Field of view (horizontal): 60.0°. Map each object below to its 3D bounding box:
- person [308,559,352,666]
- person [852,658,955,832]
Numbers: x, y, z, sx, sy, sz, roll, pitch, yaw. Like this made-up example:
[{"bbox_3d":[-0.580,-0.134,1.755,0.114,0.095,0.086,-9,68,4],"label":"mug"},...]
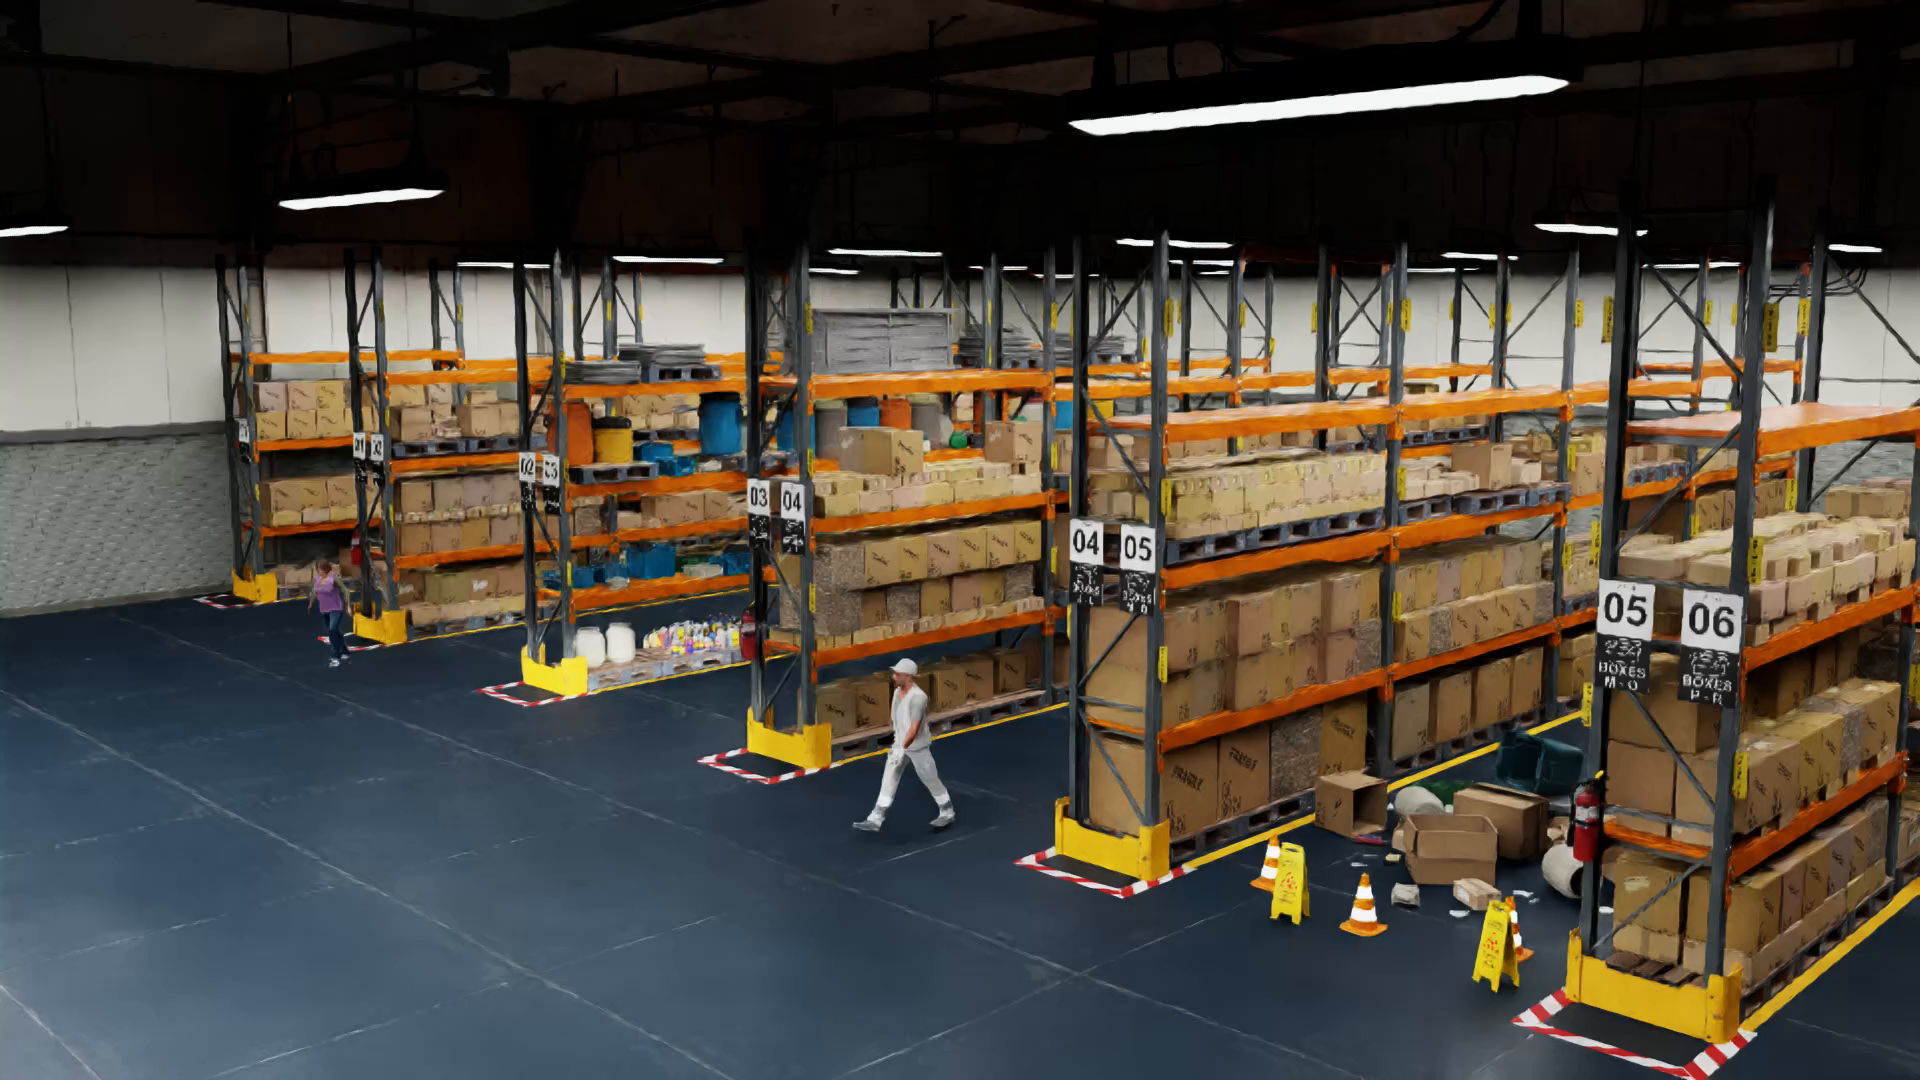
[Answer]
[{"bbox_3d":[-9.032,1.017,23.930,0.554,1.539,0.720,3,9,22],"label":"person"},{"bbox_3d":[-0.523,2.006,16.260,1.037,1.726,0.534,-6,10,-35],"label":"person"}]
